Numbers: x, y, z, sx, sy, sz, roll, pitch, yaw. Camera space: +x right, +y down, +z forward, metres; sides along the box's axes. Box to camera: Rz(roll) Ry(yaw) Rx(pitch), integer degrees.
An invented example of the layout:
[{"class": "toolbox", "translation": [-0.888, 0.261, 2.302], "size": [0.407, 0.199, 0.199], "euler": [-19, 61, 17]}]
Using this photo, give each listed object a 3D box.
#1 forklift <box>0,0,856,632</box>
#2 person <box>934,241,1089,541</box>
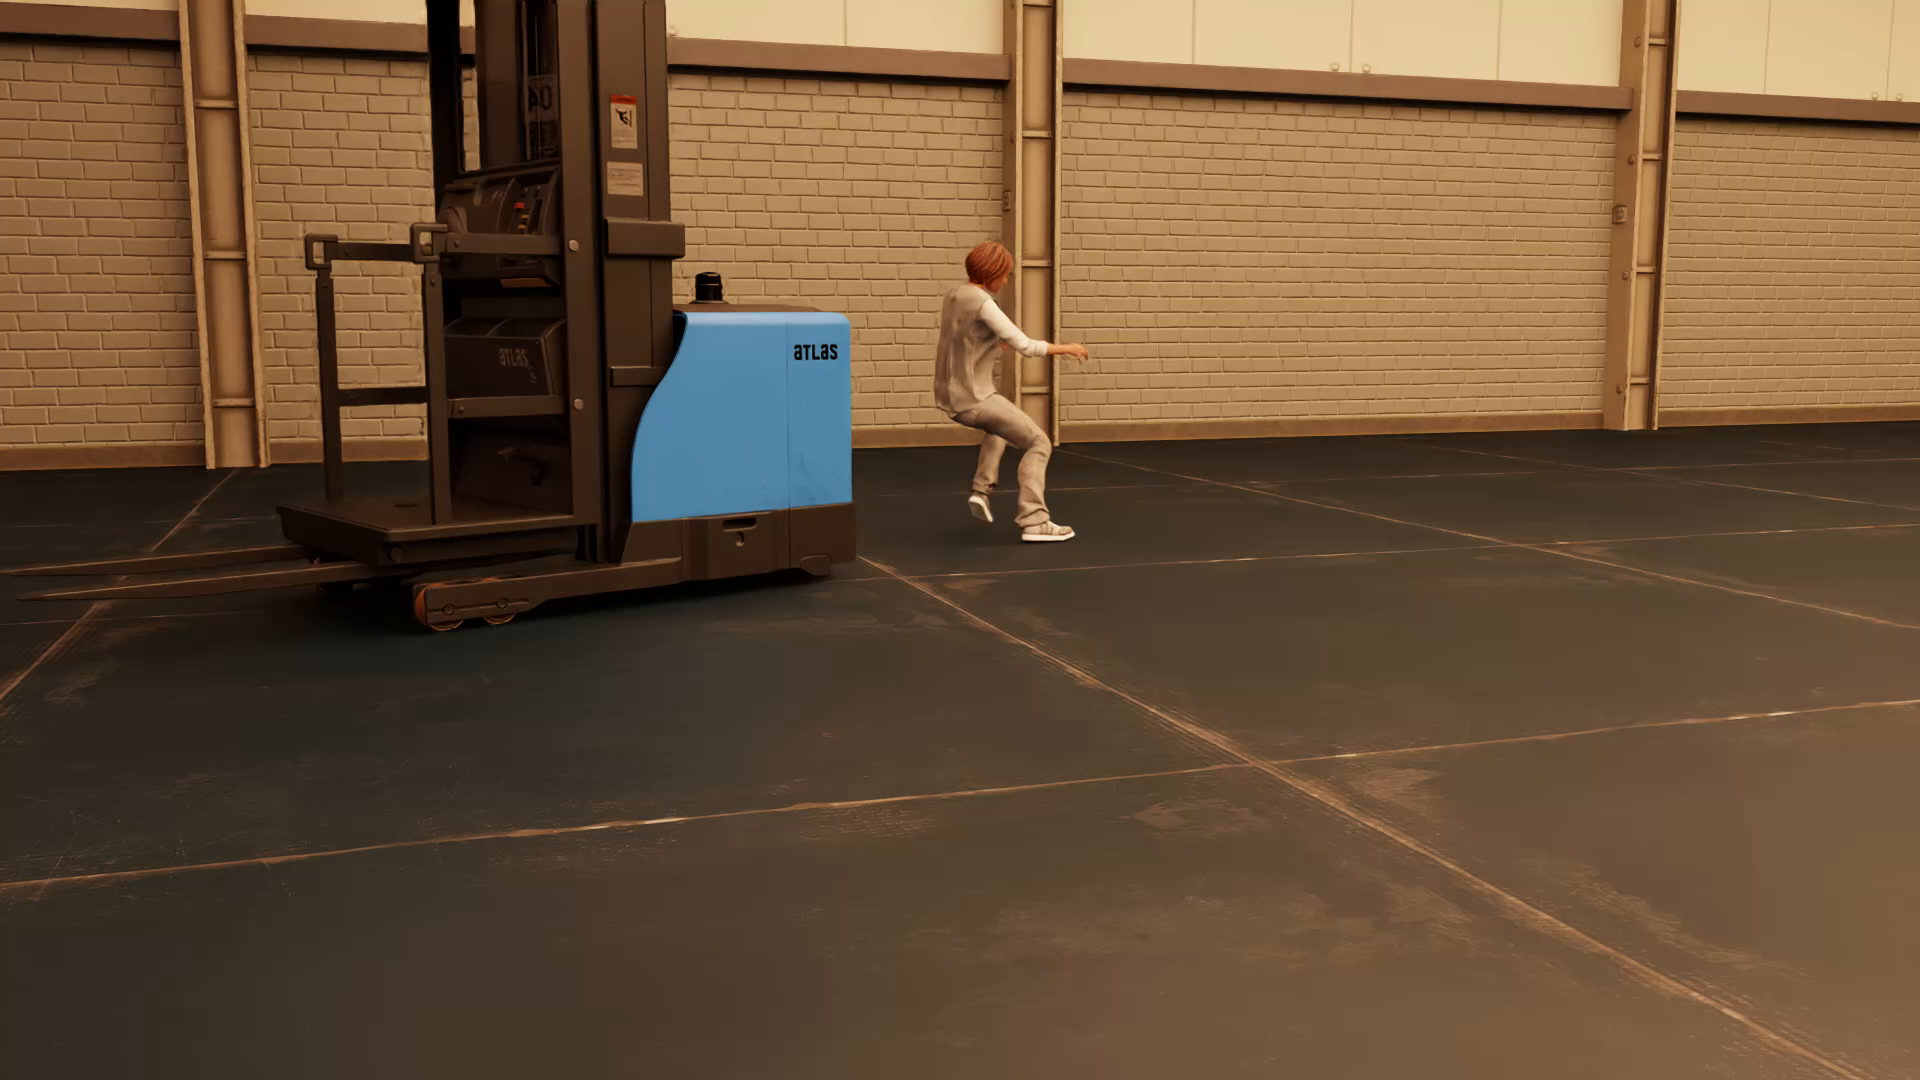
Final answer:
[{"class": "forklift", "translation": [-1.874, -1.221, 6.022], "size": [3.031, 2.935, 1.130], "euler": [-7, 10, -40]}, {"class": "person", "translation": [0.230, -0.726, 8.079], "size": [0.680, 1.393, 0.828], "euler": [-3, 8, -23]}]
